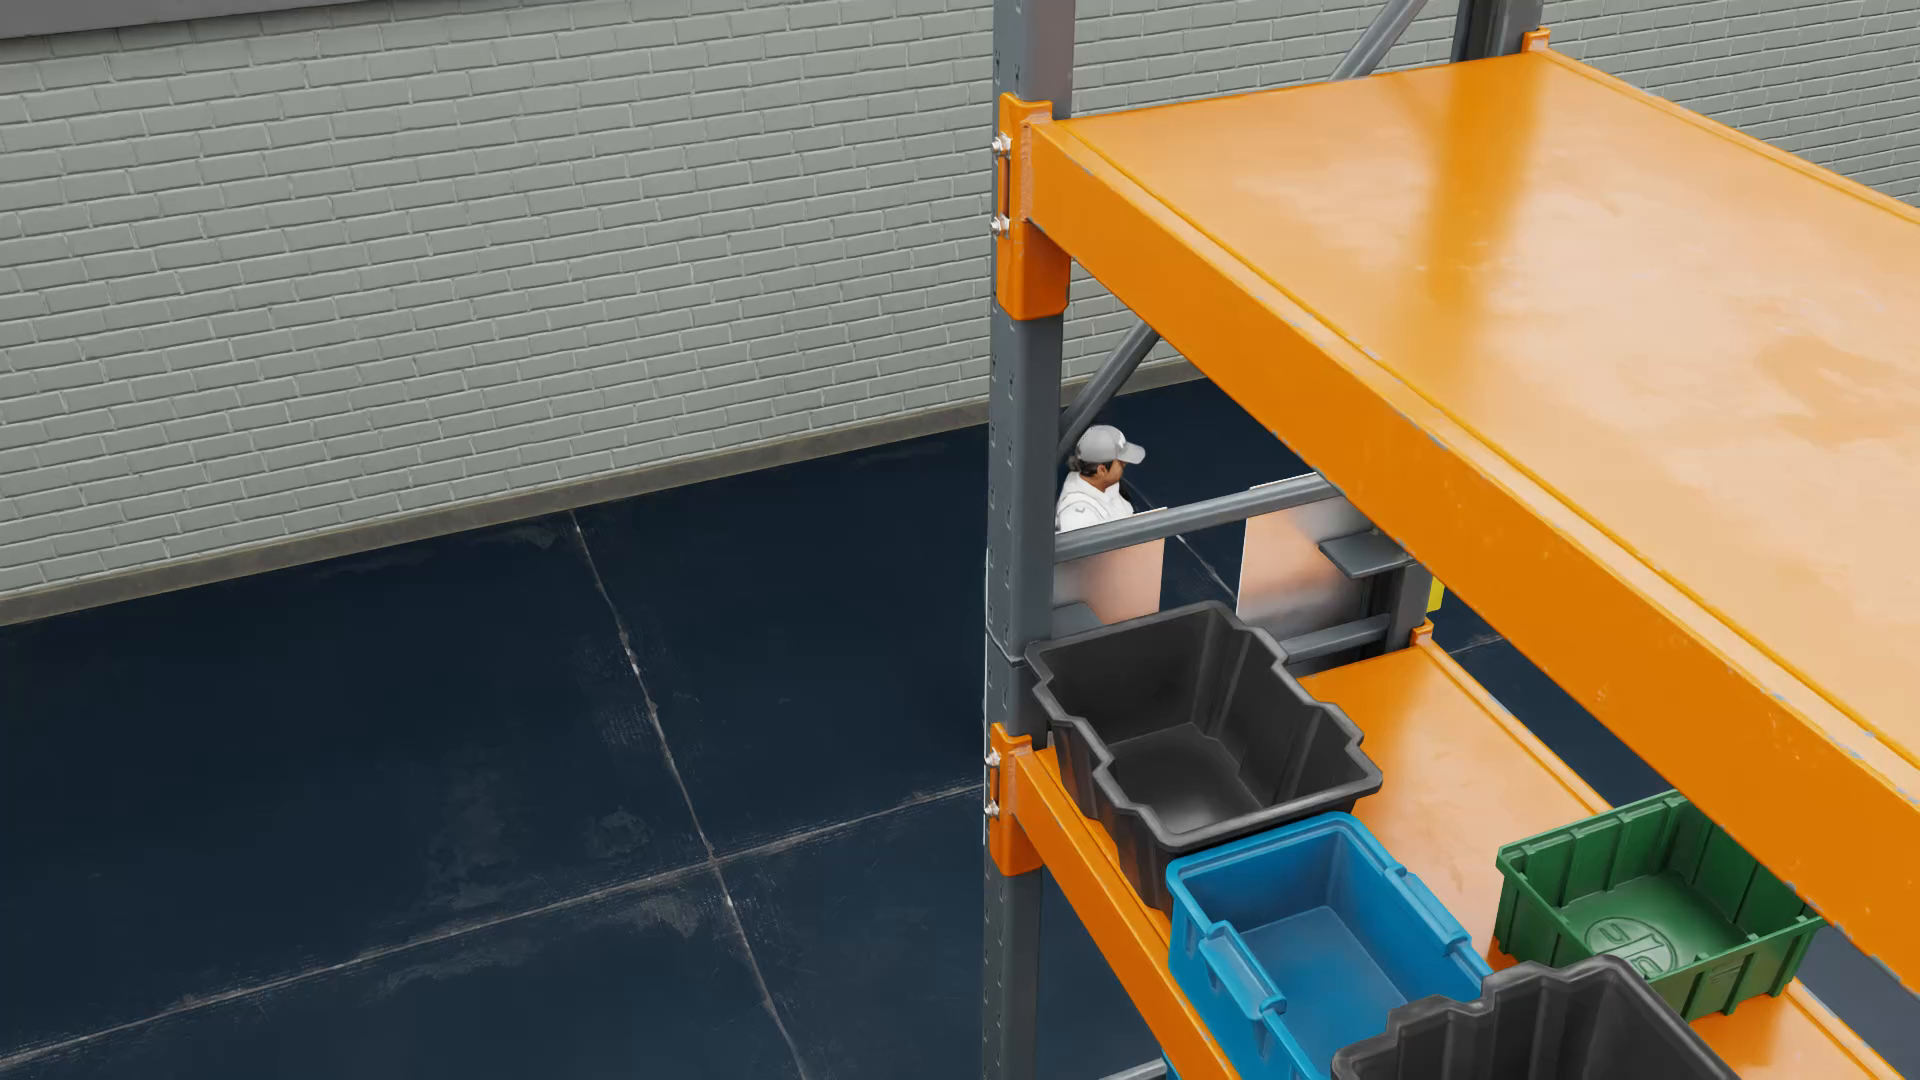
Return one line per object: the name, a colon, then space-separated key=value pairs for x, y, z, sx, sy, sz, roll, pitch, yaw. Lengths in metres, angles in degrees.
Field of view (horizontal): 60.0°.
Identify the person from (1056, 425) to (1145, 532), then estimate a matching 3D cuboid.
person: x=0.550 y=0.256 z=7.147 sx=0.427 sy=1.715 sz=0.491 roll=10 pitch=35 yaw=14
